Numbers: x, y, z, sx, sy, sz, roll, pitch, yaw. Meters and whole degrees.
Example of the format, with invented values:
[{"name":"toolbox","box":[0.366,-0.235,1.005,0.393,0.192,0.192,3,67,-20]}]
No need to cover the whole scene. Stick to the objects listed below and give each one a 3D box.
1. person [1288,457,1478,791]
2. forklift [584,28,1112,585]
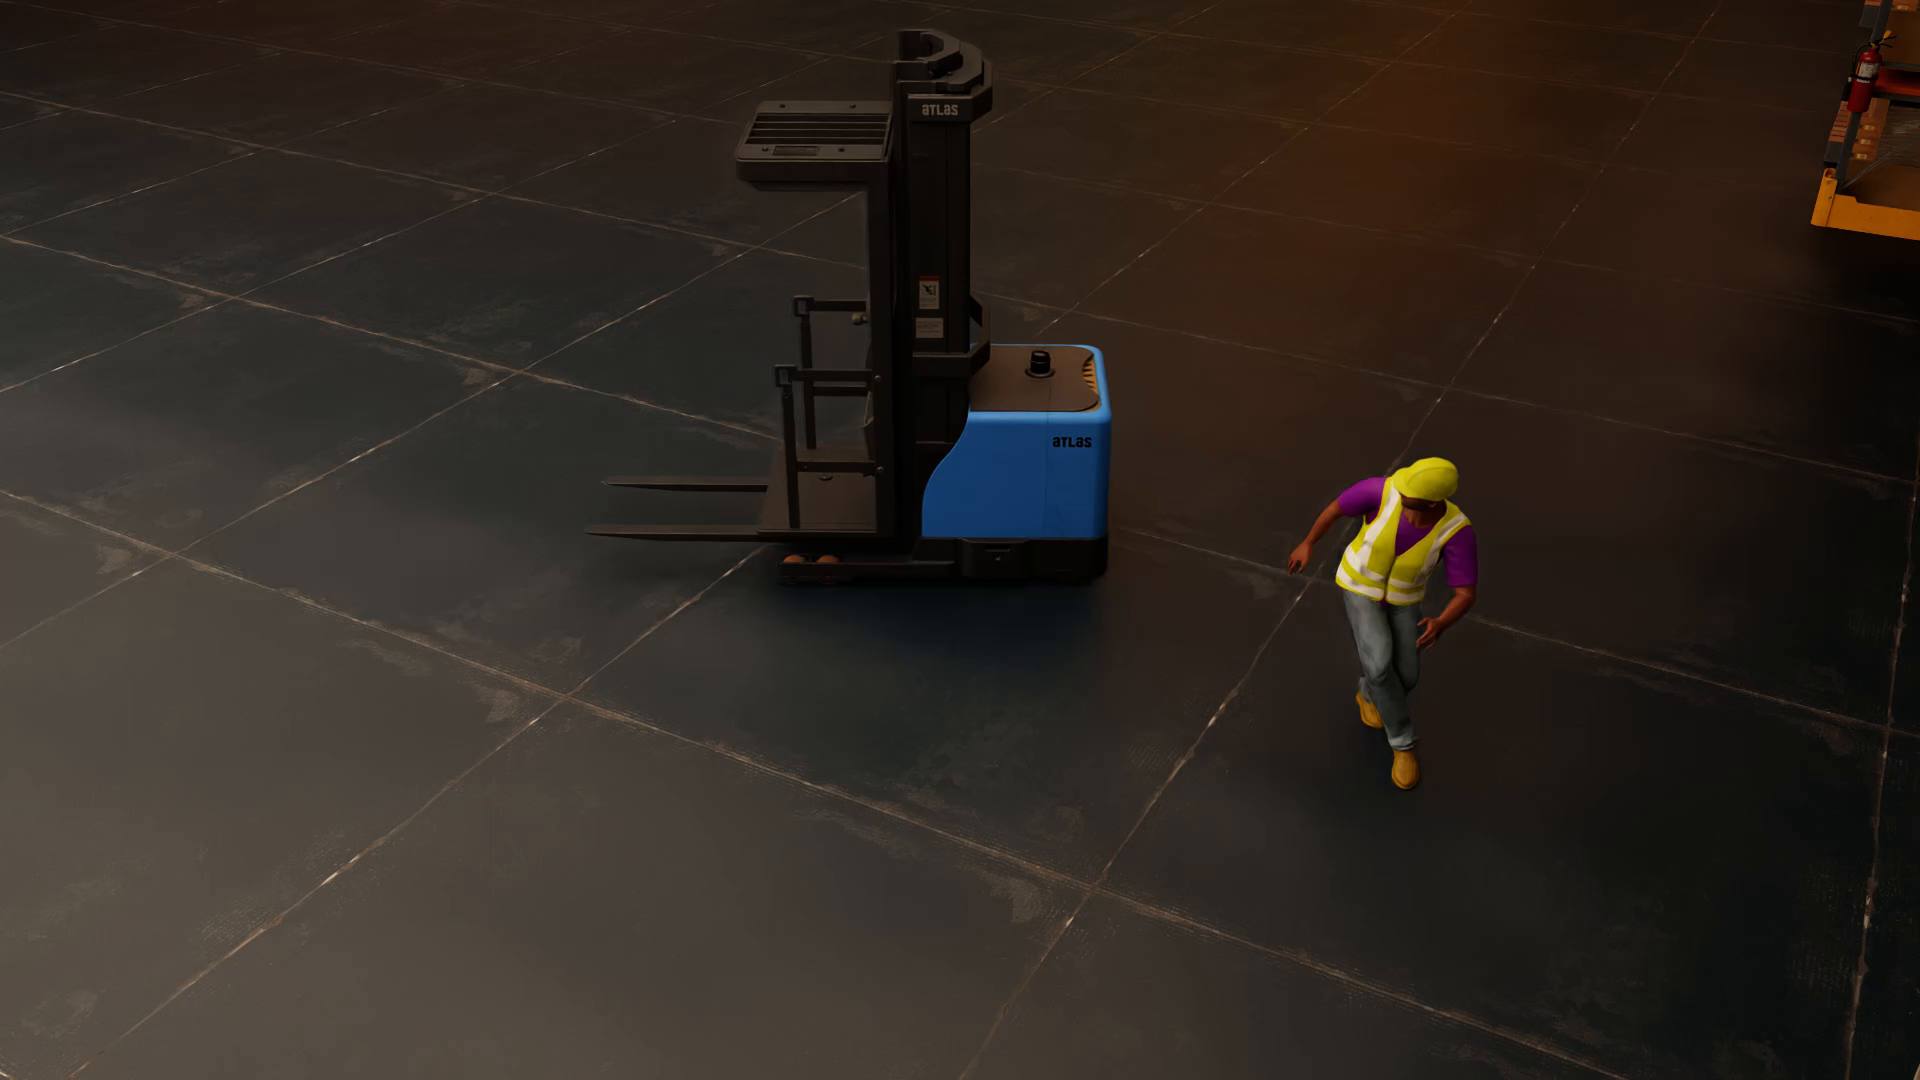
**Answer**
[{"name":"person","box":[1.989,0.316,7.854,0.816,1.599,0.806,2,30,4]},{"name":"forklift","box":[-0.660,-1.275,9.280,3.031,2.935,1.130,0,30,1]}]
